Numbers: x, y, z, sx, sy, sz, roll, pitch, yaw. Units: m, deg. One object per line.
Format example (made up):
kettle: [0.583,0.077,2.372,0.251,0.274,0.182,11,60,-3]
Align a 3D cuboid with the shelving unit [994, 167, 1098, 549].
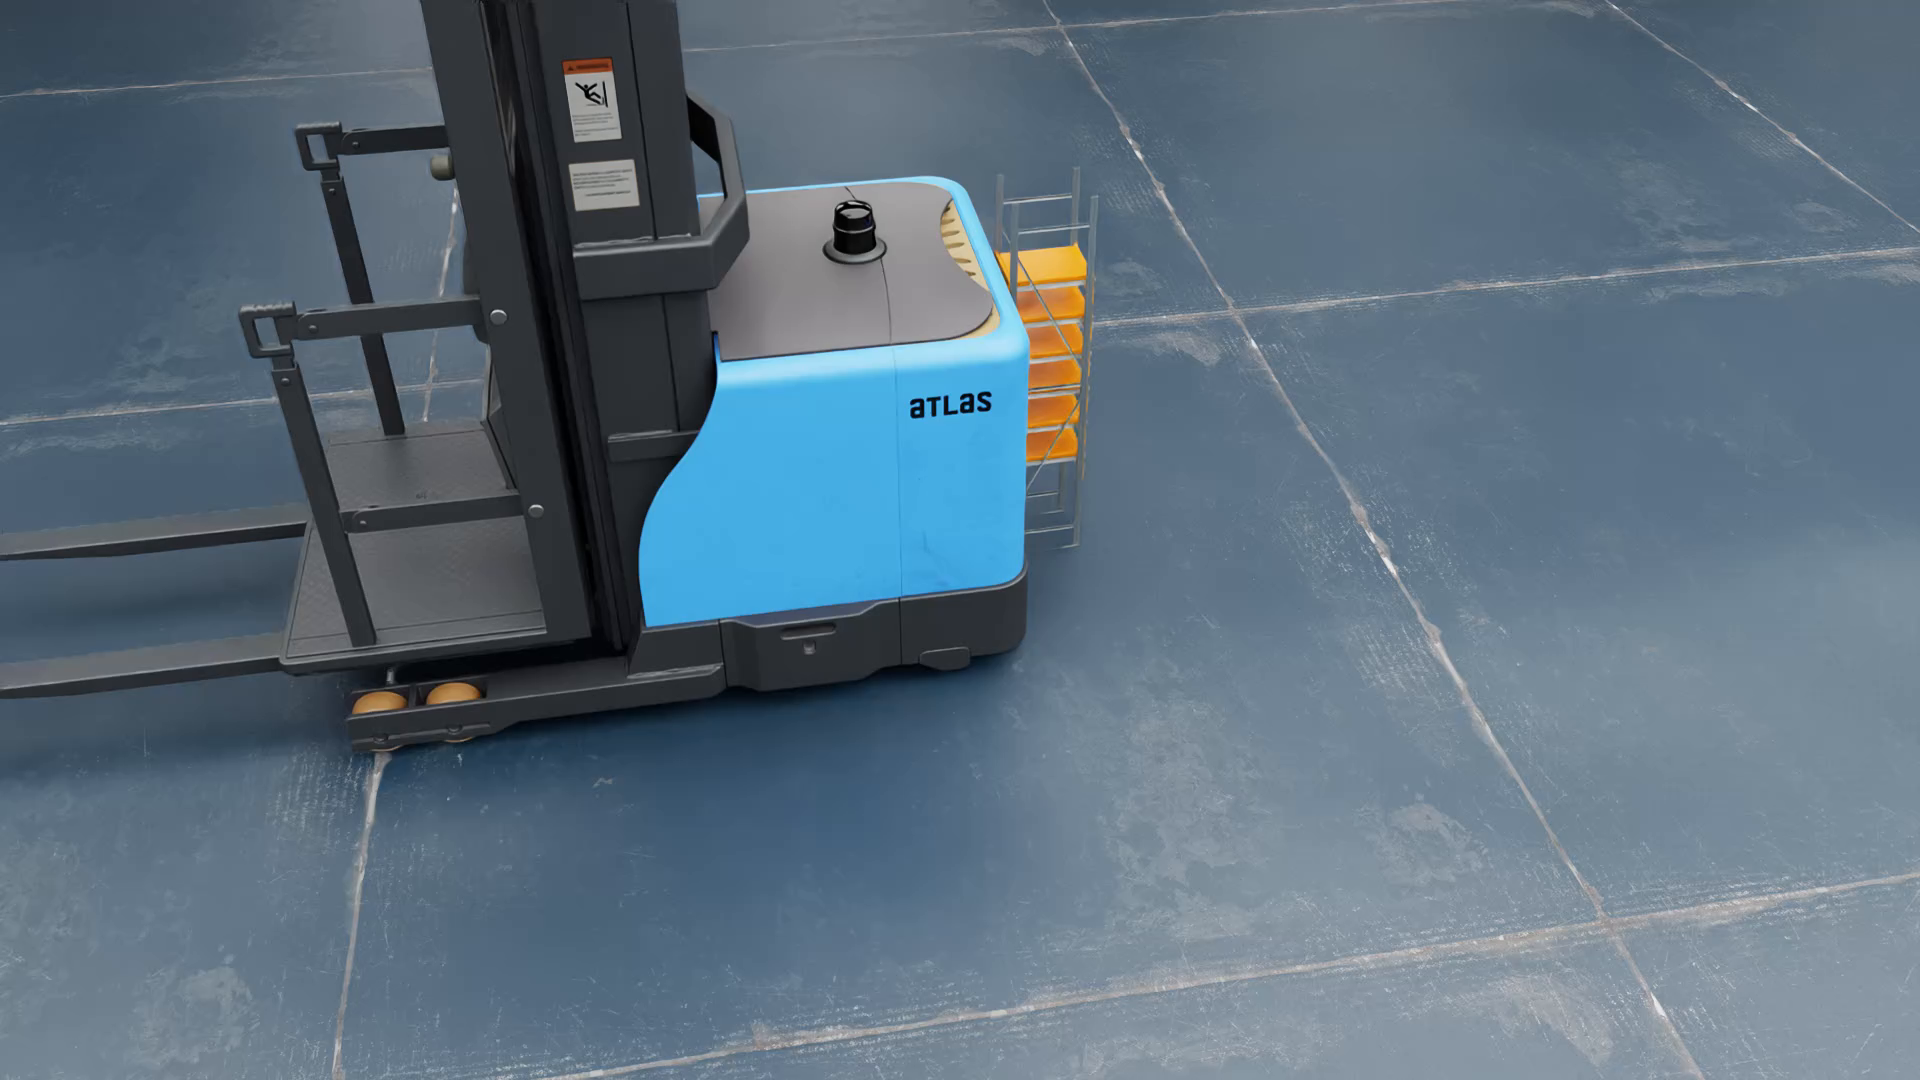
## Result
shelving unit: [0.236,-0.494,4.908,0.258,1.200,0.189,-7,38,-9]

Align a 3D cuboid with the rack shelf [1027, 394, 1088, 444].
rack shelf: [0.236,-0.364,5.009,0.258,0.103,0.180,-7,38,-9]

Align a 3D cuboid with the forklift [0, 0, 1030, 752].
forklift: [-1.377,-0.936,4.065,3.031,2.935,1.130,-7,38,-8]

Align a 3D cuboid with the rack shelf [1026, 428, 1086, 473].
rack shelf: [0.236,-0.270,5.083,0.258,0.103,0.180,-7,38,-9]

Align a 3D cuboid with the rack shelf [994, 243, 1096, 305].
rack shelf: [0.236,-0.743,4.714,0.258,0.103,0.180,-7,38,-9]

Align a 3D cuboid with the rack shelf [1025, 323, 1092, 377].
rack shelf: [0.236,-0.554,4.862,0.258,0.103,0.180,-7,38,-9]

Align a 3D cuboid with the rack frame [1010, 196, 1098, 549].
rack frame: [0.255,-0.439,4.837,0.240,1.200,0.006,-7,38,-9]

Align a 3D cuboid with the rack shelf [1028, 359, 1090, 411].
rack shelf: [0.236,-0.459,4.935,0.258,0.103,0.180,-7,38,-9]

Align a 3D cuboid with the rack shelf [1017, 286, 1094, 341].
rack shelf: [0.236,-0.649,4.788,0.258,0.103,0.180,-7,38,-9]

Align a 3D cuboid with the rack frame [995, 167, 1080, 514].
rack frame: [0.217,-0.549,4.979,0.240,1.200,0.006,-7,38,-9]
